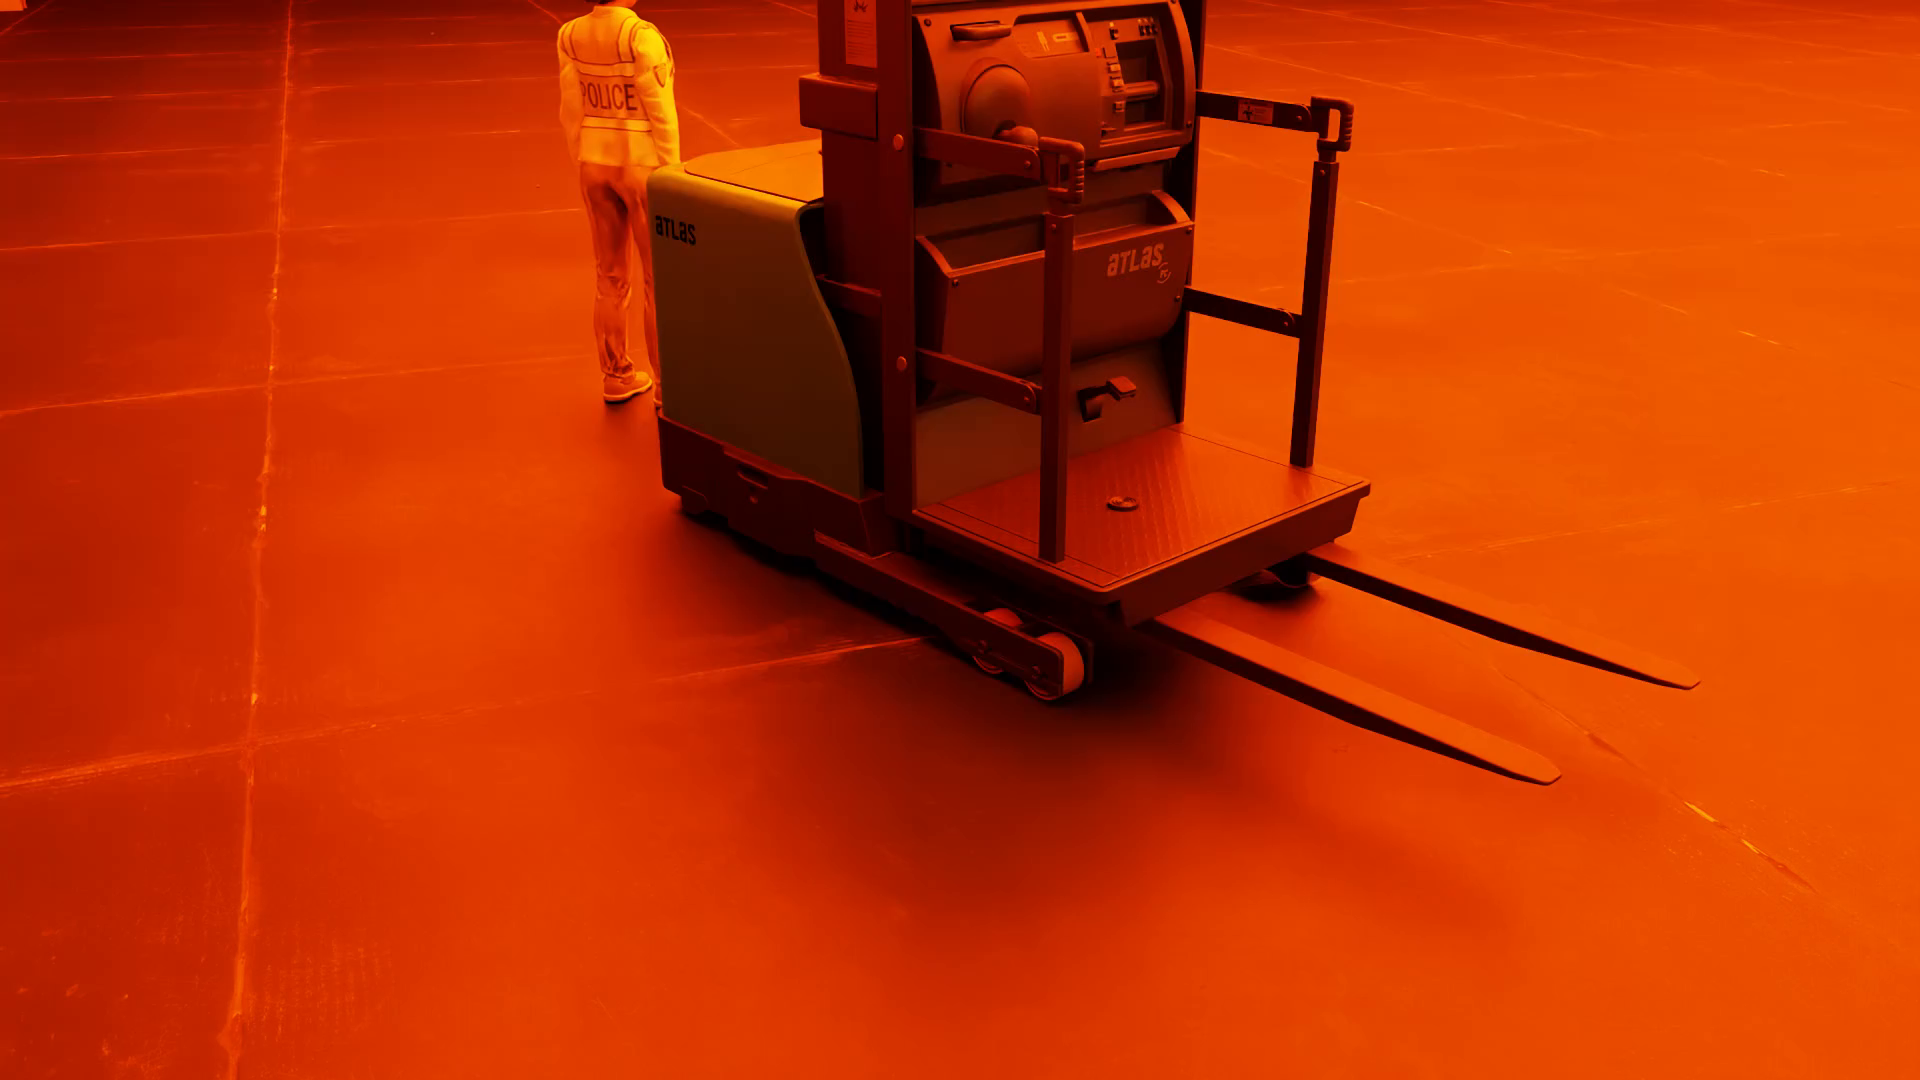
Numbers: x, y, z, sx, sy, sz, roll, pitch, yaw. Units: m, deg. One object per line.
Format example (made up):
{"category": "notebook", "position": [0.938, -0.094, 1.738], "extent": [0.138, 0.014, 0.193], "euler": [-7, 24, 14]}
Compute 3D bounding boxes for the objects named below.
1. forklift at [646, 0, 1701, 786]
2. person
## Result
{"category": "forklift", "position": [0.409, -1.176, 4.096], "extent": [1.130, 2.935, 3.031], "euler": [-19, 30, -38]}
{"category": "person", "position": [-1.200, -1.321, 6.044], "extent": [0.462, 1.693, 0.344], "euler": [10, 25, 22]}
